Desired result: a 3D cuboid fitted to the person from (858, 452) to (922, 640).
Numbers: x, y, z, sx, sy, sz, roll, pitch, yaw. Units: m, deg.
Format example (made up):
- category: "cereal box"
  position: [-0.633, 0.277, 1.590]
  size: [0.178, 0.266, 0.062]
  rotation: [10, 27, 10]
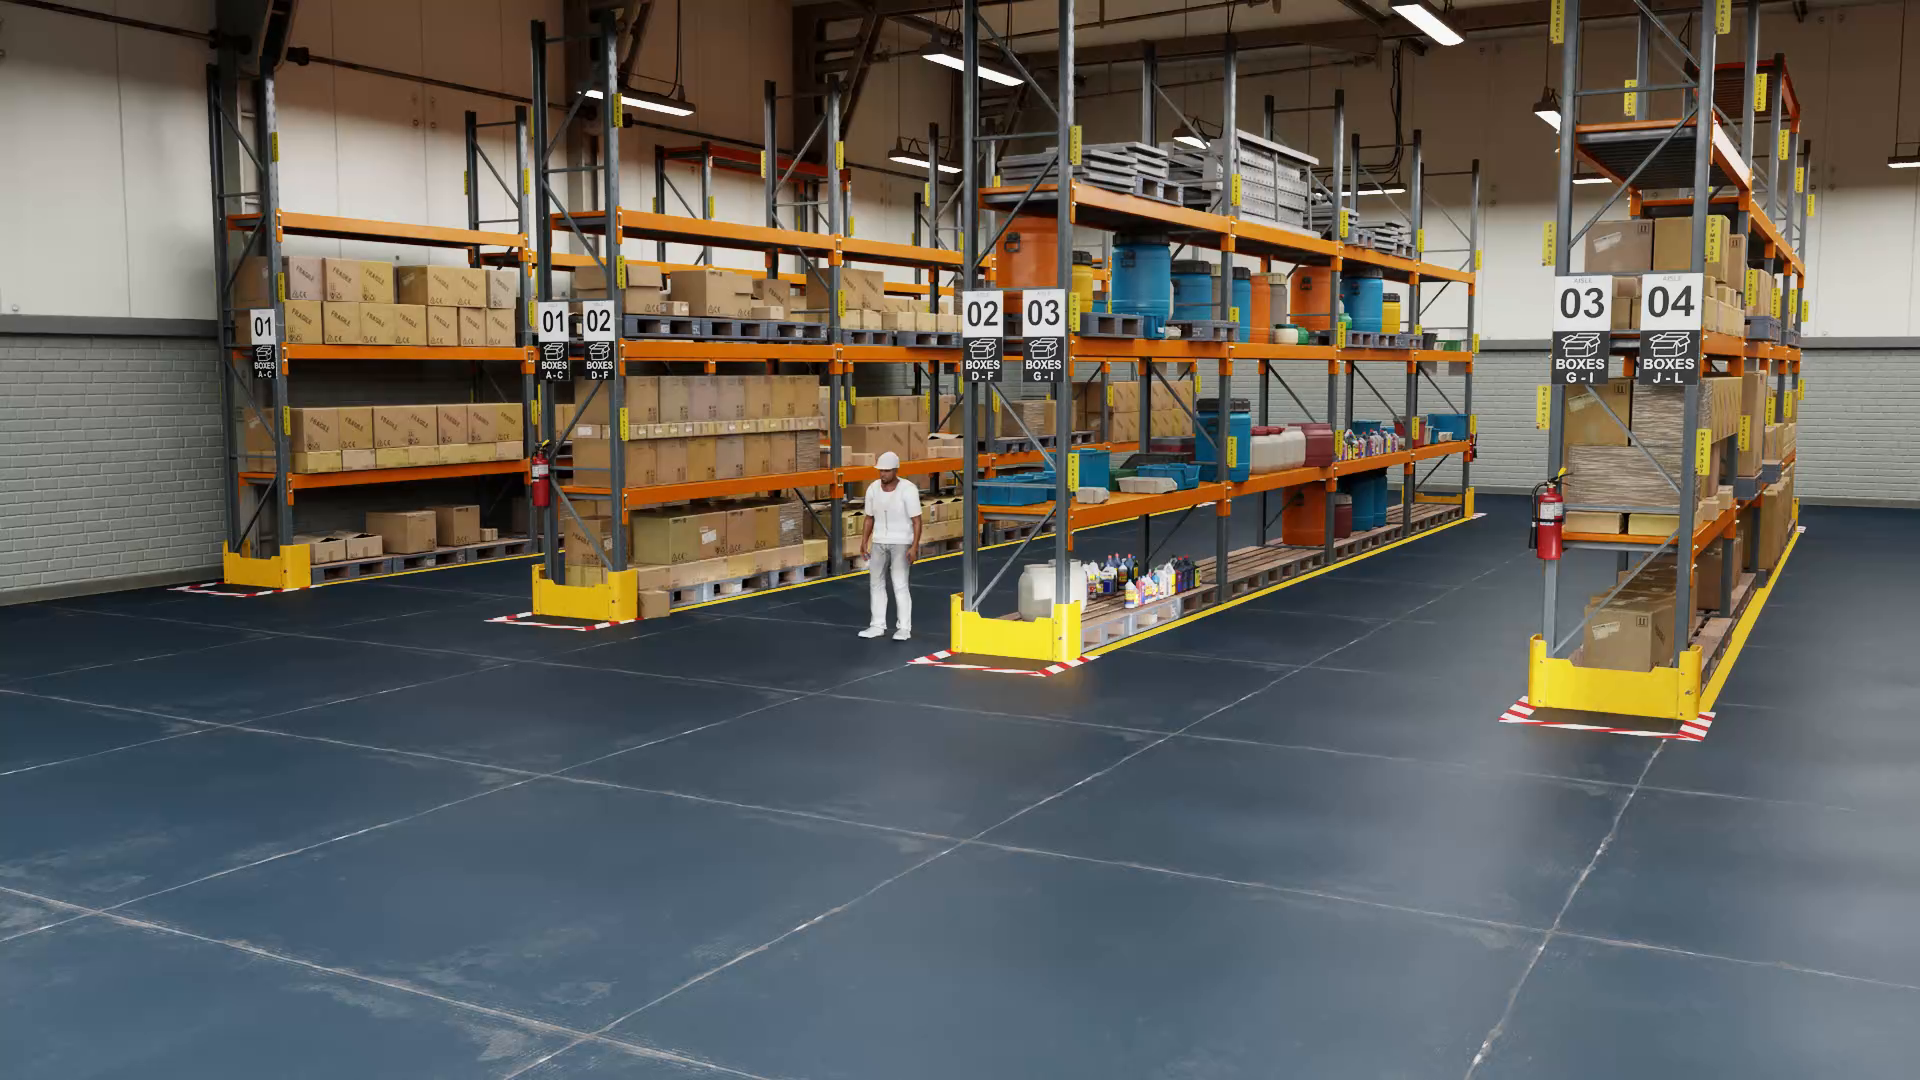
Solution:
- category: "person"
  position: [-0.656, 0.048, 15.591]
  size: [0.625, 1.760, 0.460]
  rotation: [3, 7, 28]
